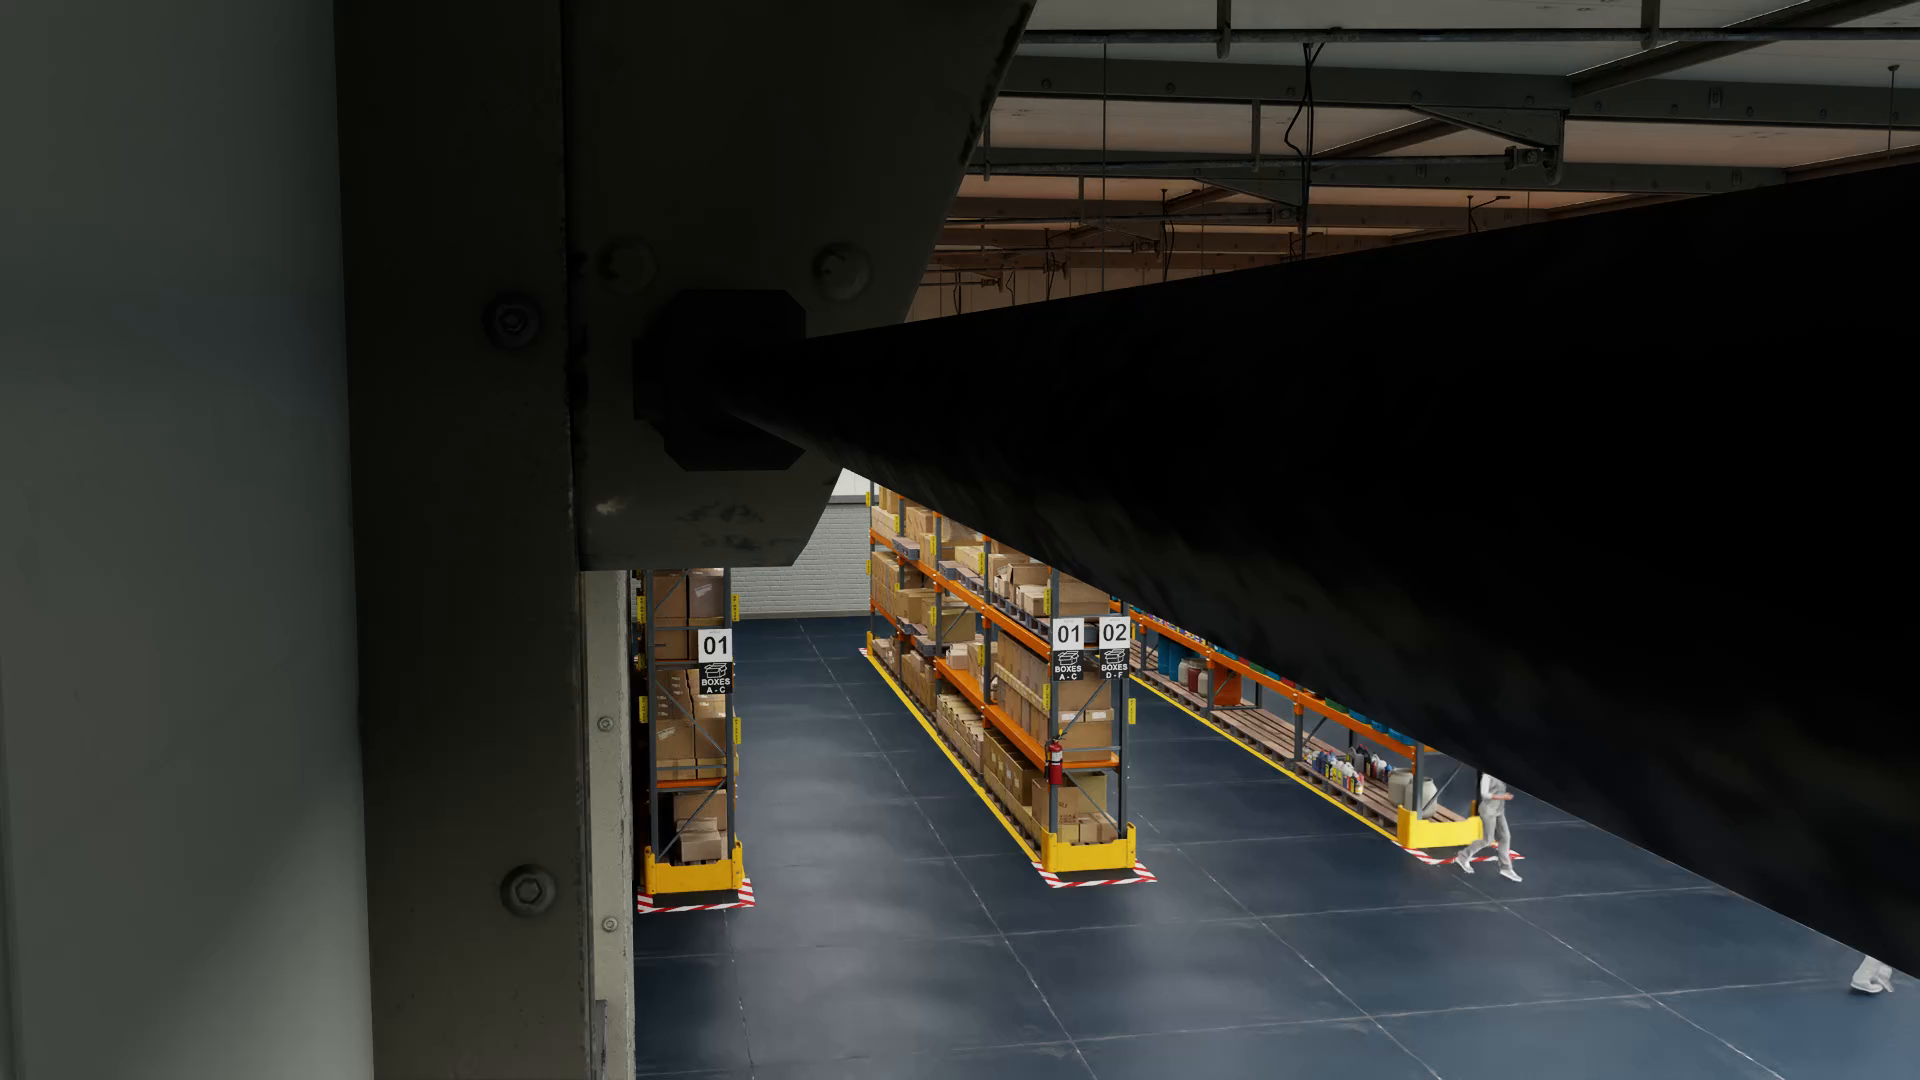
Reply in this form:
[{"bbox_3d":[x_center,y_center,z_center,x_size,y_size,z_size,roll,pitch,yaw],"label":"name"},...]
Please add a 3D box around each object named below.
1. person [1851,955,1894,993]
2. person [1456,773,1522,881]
[{"bbox_3d":[9.346,3.773,16.732,0.661,1.695,0.586,1,6,11],"label":"person"},{"bbox_3d":[6.540,3.386,20.513,0.780,1.609,0.544,4,7,34],"label":"person"}]
